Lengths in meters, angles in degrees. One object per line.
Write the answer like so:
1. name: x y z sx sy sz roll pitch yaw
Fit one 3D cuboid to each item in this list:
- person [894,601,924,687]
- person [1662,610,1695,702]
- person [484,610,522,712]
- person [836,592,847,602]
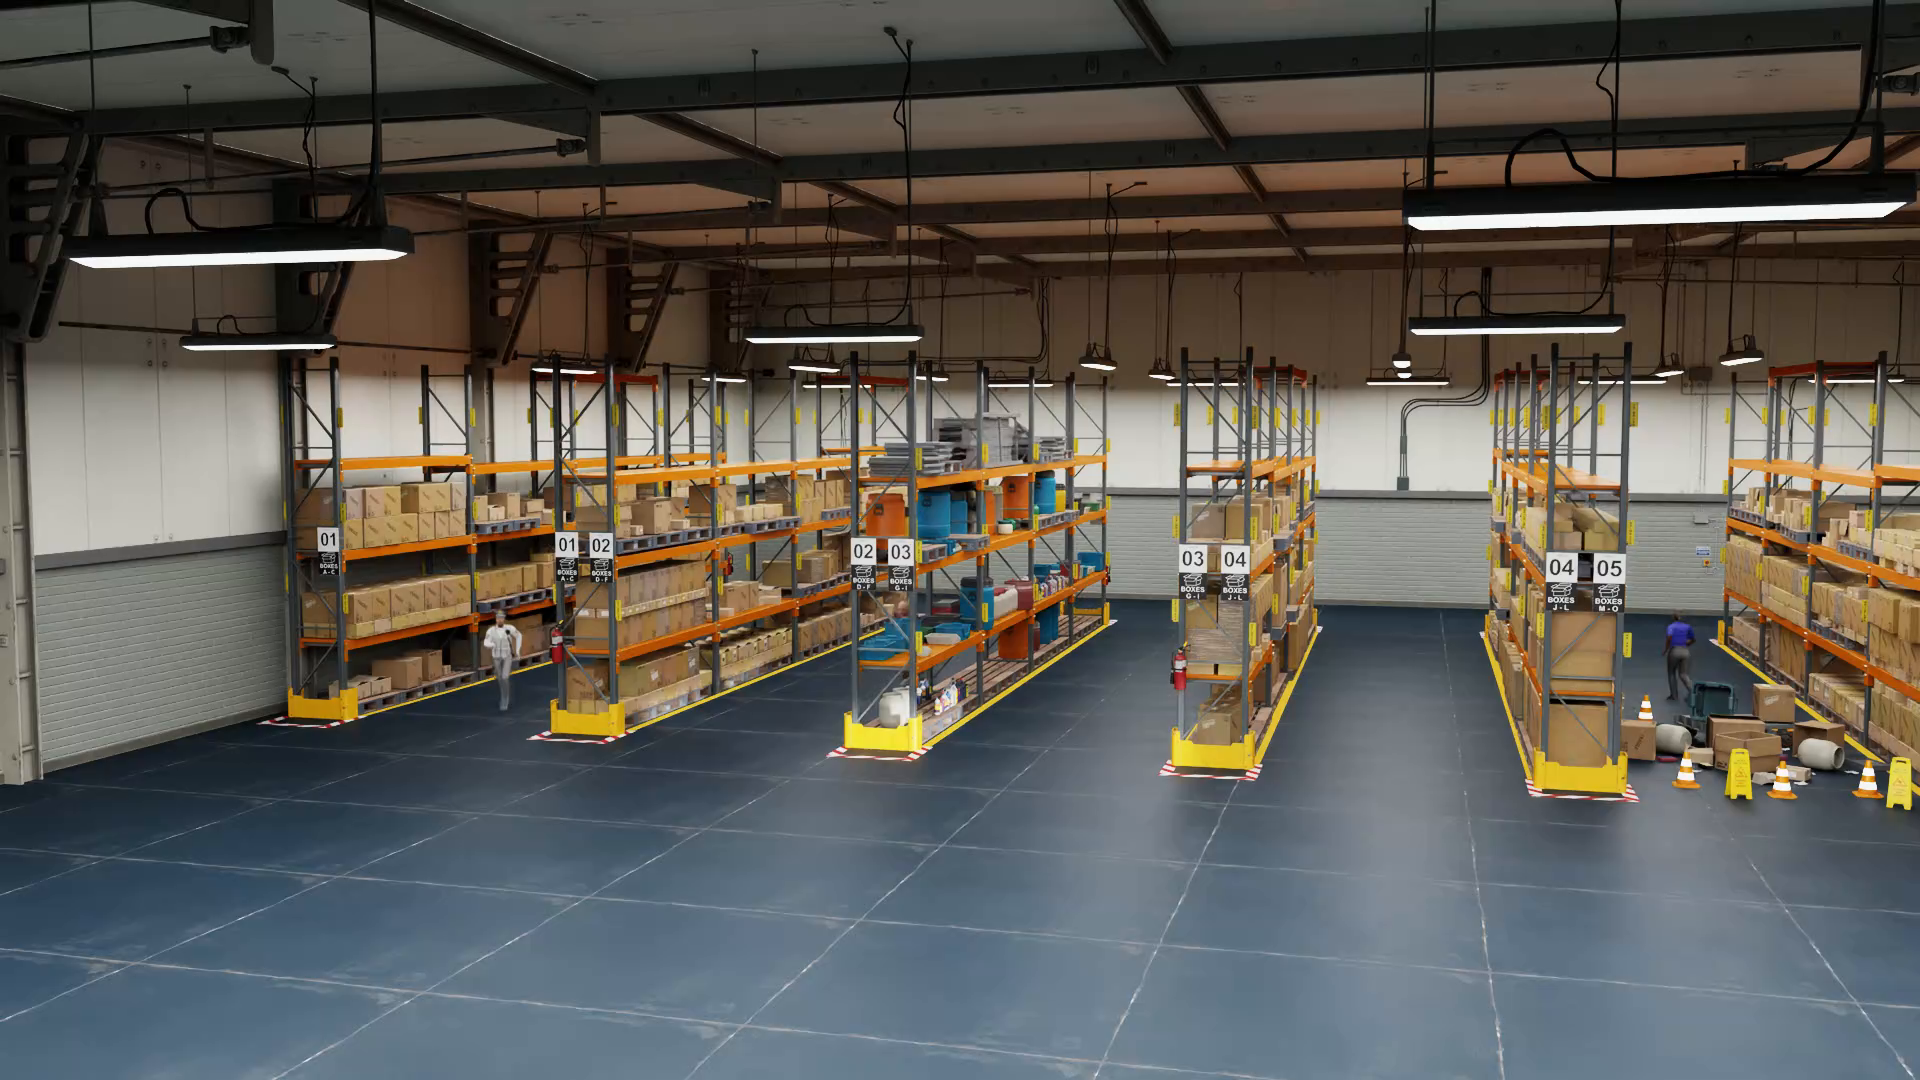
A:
1. person: -0.901 1.916 31.392 0.712 1.613 1.110 2 5 26
2. person: 12.720 2.111 29.296 0.552 1.507 0.800 0 4 0
3. person: -7.873 2.059 28.615 0.560 1.746 0.832 0 4 0
4. person: -2.855 0.954 43.614 0.793 1.769 0.644 2 5 26
